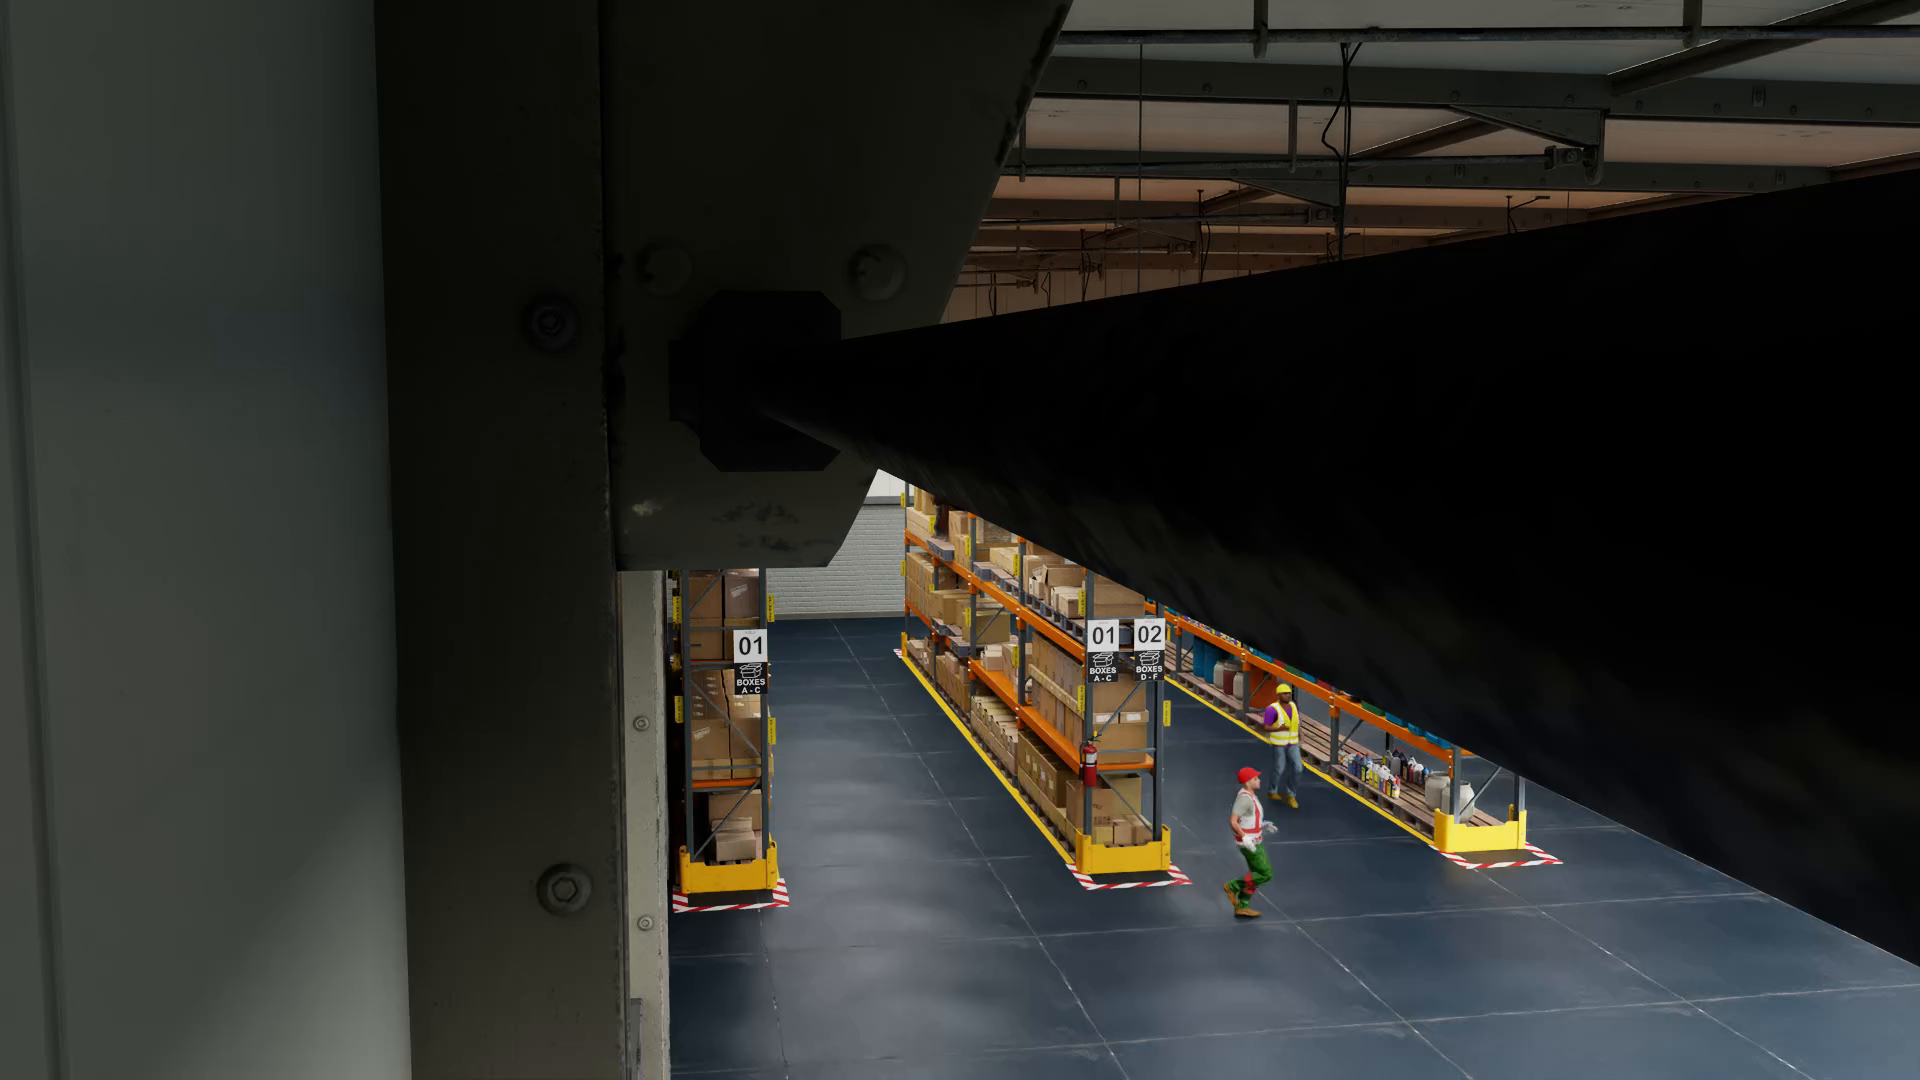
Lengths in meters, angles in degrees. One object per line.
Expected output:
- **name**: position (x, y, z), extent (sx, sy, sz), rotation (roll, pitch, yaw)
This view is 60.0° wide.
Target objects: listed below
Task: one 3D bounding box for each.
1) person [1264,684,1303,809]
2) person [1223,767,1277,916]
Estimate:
- **person**: position (4.689, 2.974, 23.985), extent (0.673, 1.811, 0.706), rotation (-2, 6, -17)
- **person**: position (3.352, 3.482, 19.193), extent (0.596, 1.742, 0.657), rotation (1, 6, 14)
